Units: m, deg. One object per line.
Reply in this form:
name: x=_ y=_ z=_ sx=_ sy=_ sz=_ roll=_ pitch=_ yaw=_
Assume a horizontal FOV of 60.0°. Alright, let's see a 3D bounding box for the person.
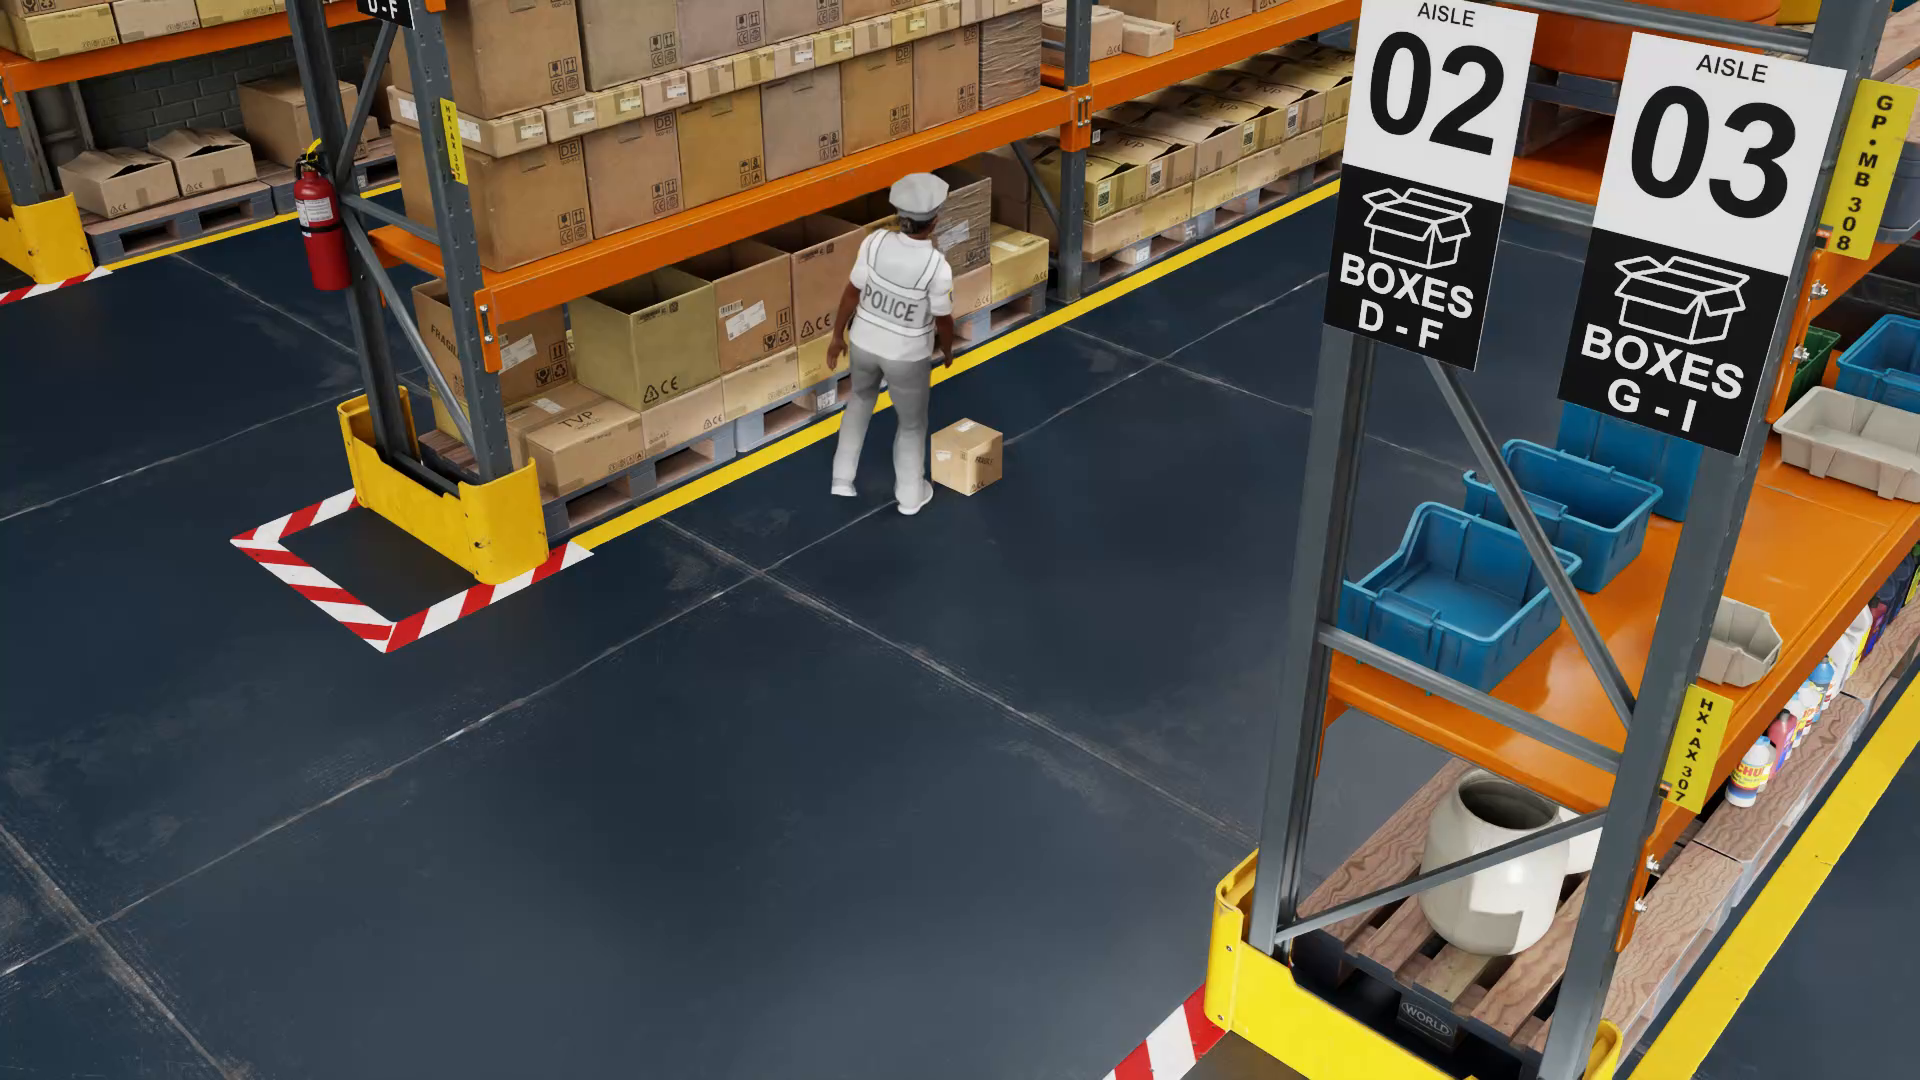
person: x=-0.290 y=-0.862 z=7.505 sx=0.636 sy=1.683 sz=0.483 roll=16 pitch=35 yaw=24
